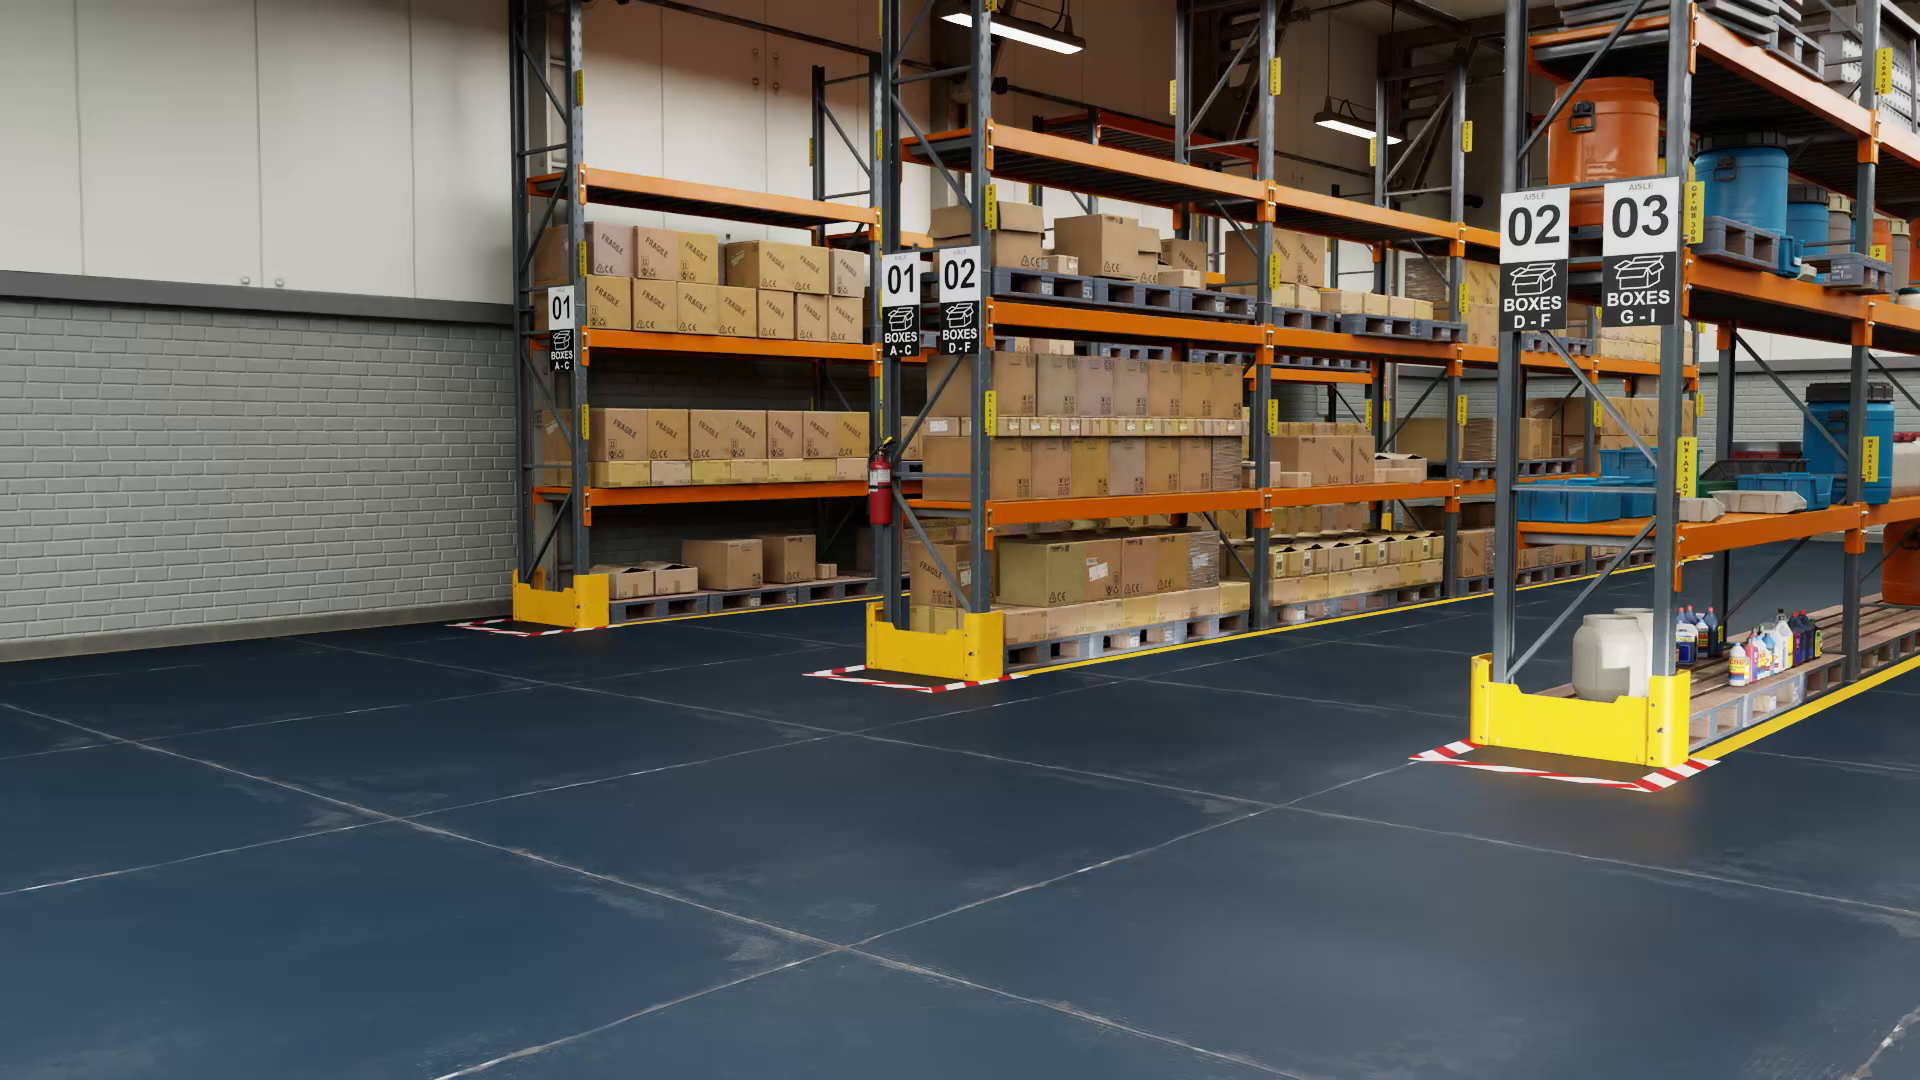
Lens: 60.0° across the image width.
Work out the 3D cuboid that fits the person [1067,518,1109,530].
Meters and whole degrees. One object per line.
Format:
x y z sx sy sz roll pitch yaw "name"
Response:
1.286 -0.084 16.770 0.962 1.642 0.451 -1 4 -18 "person"
